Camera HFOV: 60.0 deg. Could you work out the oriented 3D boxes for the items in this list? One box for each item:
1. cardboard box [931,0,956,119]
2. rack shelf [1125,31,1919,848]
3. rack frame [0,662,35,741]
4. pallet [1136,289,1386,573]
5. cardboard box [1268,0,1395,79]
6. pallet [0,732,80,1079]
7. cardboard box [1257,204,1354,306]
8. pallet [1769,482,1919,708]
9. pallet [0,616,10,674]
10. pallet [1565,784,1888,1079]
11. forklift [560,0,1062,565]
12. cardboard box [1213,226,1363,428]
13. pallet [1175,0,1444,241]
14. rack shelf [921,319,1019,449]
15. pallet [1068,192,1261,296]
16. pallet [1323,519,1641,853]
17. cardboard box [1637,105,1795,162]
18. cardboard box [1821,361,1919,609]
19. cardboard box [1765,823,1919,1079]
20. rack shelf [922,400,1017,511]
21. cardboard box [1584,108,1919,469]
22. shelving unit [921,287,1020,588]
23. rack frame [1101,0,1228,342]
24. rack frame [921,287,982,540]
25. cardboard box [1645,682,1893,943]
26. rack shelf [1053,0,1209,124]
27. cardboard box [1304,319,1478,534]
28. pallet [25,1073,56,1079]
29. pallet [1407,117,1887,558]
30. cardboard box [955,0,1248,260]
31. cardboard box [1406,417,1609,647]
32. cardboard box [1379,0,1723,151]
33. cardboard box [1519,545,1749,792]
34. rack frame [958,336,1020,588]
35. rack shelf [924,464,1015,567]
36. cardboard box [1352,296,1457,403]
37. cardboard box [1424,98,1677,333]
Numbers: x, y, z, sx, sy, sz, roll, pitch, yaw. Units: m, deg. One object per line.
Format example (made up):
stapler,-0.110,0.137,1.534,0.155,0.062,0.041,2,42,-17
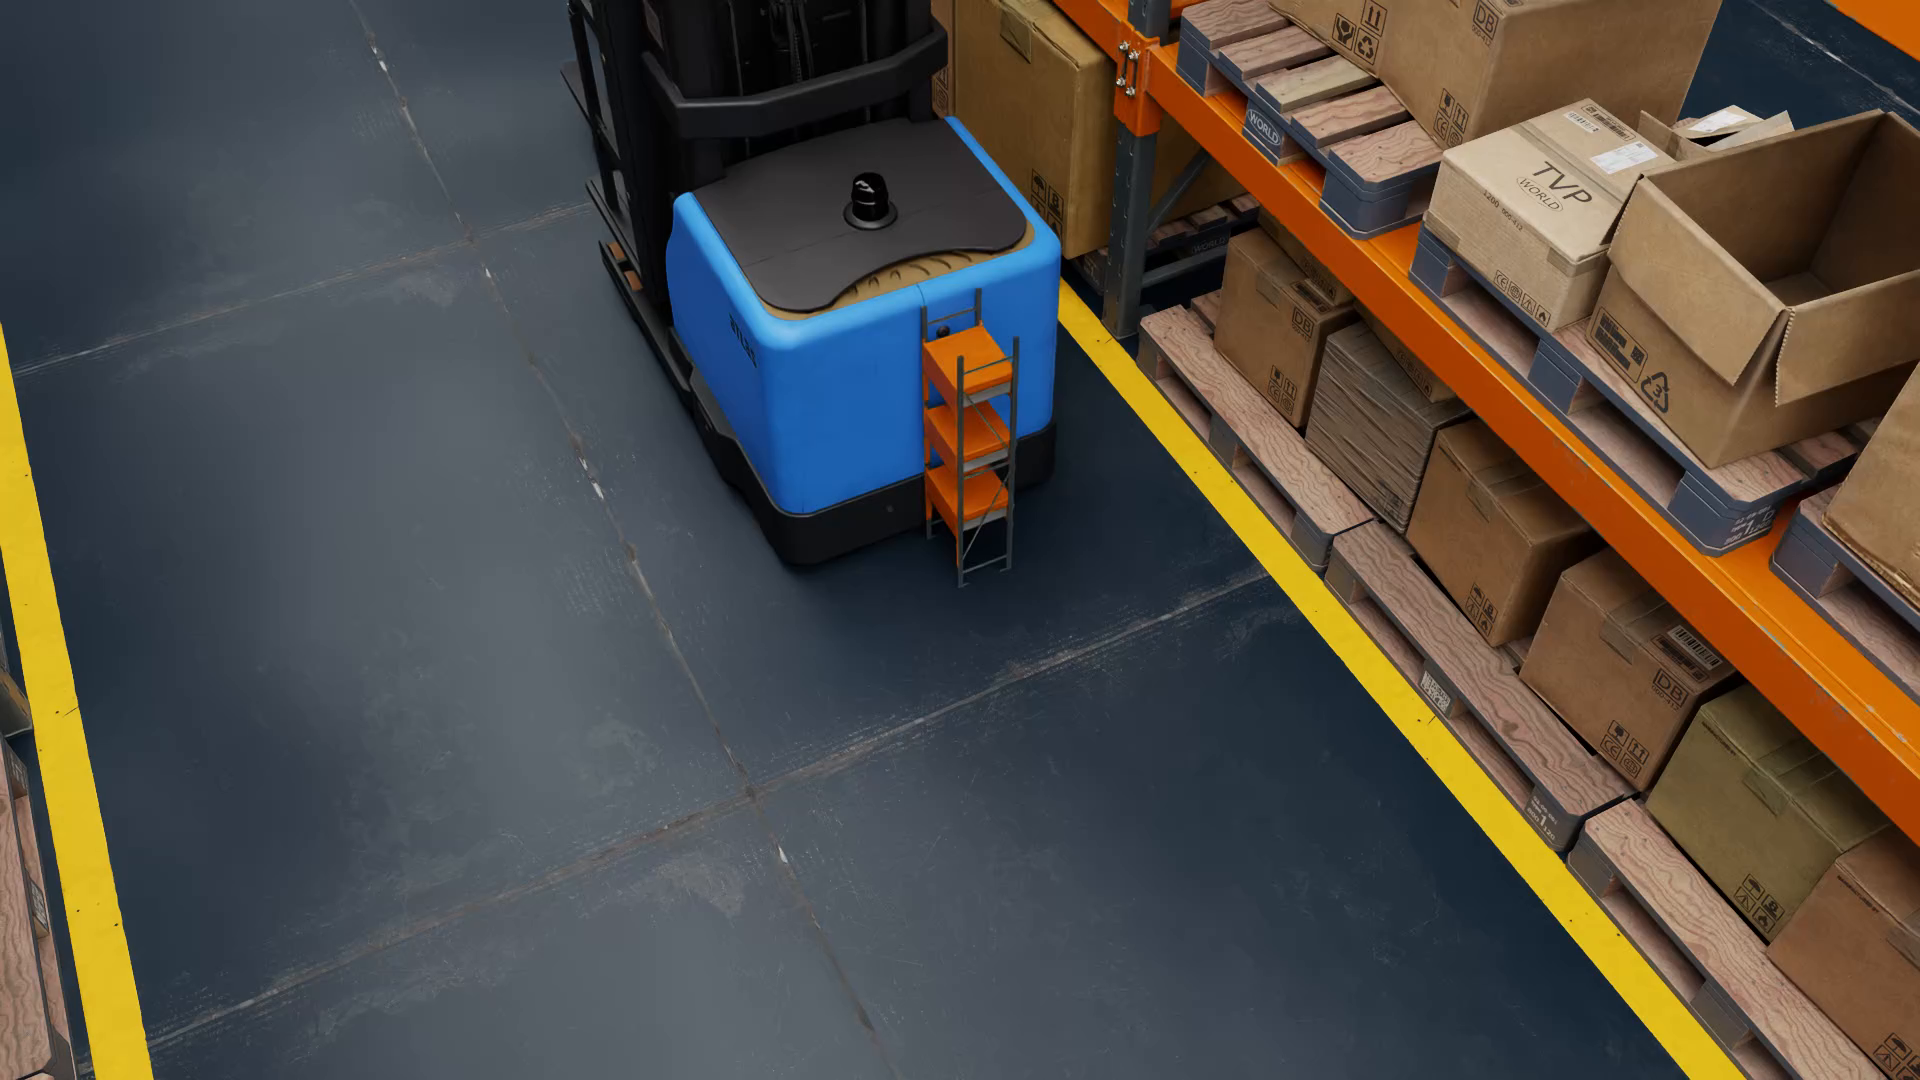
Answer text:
cardboard box,0.324,-2.471,7.051,1.225,0.875,0.875,-21,52,-17
rack shelf,1.938,-0.389,4.575,1.077,0.370,4.000,-21,52,-18
rack frame,-3.381,-0.258,3.983,1.000,3.000,0.127,-21,52,-18
pallet,1.379,-0.523,6.067,1.003,0.211,1.213,-21,52,-18
cardboard box,1.305,-1.788,4.975,0.500,0.500,0.500,-27,54,-22
pallet,-3.061,1.192,4.567,1.003,0.211,1.213,-21,52,-18
cardboard box,1.356,-1.095,5.585,0.500,0.250,0.500,-19,52,-16
pallet,2.633,0.215,3.697,1.003,0.211,1.213,-21,52,-18
pallet,-3.779,0.147,5.482,1.003,0.211,1.213,-21,52,-18
pallet,2.495,1.111,4.638,1.003,0.211,1.213,-21,52,-18
forklift,-0.775,-2.003,5.555,1.130,2.935,3.031,-21,52,-17
cardboard box,1.347,-0.844,5.864,0.700,0.500,0.500,-24,53,-19
pallet,1.443,-1.461,5.162,1.213,0.211,1.003,-21,52,-18
rack shelf,0.029,-0.480,5.109,0.215,0.259,0.240,-21,52,-17
pallet,0.729,-1.600,7.009,1.003,0.211,1.213,-21,52,-18
pallet,1.933,0.293,5.354,1.003,0.211,1.213,-21,52,-18
cardboard box,2.026,-1.035,4.473,0.396,0.266,0.258,-23,53,-19
cardboard box,2.614,-0.203,3.257,1.000,1.000,1.000,-21,52,-17
cardboard box,2.591,0.973,4.275,0.700,0.500,0.500,-25,53,-20
rack shelf,0.029,-0.293,5.323,0.215,0.259,0.240,-21,52,-17
cardboard box,1.978,-0.588,3.924,0.797,0.503,0.637,-16,51,-14
shelving unit,0.029,-0.300,5.315,0.215,1.050,0.252,-21,52,-17
rack frame,1.023,-1.964,5.475,1.000,3.000,0.127,-21,52,-18
rack frame,-0.025,-0.382,5.387,0.200,1.050,0.008,-21,52,-17
cardboard box,2.390,0.647,4.560,0.700,0.500,0.500,-21,52,-18
rack shelf,0.107,-3.066,6.917,1.077,0.370,4.000,-21,52,-18
cardboard box,1.612,-0.478,5.543,0.700,0.500,0.500,-25,53,-20
pallet,-2.507,2.007,3.854,1.003,0.211,1.213,-21,52,-18
pallet,1.965,-0.590,4.401,1.003,0.211,1.213,-21,52,-18
cardboard box,0.725,-1.872,6.527,1.225,0.875,0.875,-23,53,-19
cardboard box,1.878,-0.101,5.214,0.700,0.500,0.500,-17,51,-15
cardboard box,1.650,-1.448,4.679,0.700,0.500,0.500,-14,50,-12
cardboard box,2.133,0.273,4.887,0.700,0.500,0.500,-25,53,-21
rack frame,0.084,-0.218,5.243,0.200,1.050,0.008,-21,52,-17
rack shelf,0.029,-0.110,5.532,0.215,0.259,0.240,-21,52,-17
cardboard box,1.608,-0.743,5.277,0.500,0.250,0.500,-16,51,-13
cardboard box,1.585,-0.852,4.323,0.500,0.250,0.500,-23,53,-19
